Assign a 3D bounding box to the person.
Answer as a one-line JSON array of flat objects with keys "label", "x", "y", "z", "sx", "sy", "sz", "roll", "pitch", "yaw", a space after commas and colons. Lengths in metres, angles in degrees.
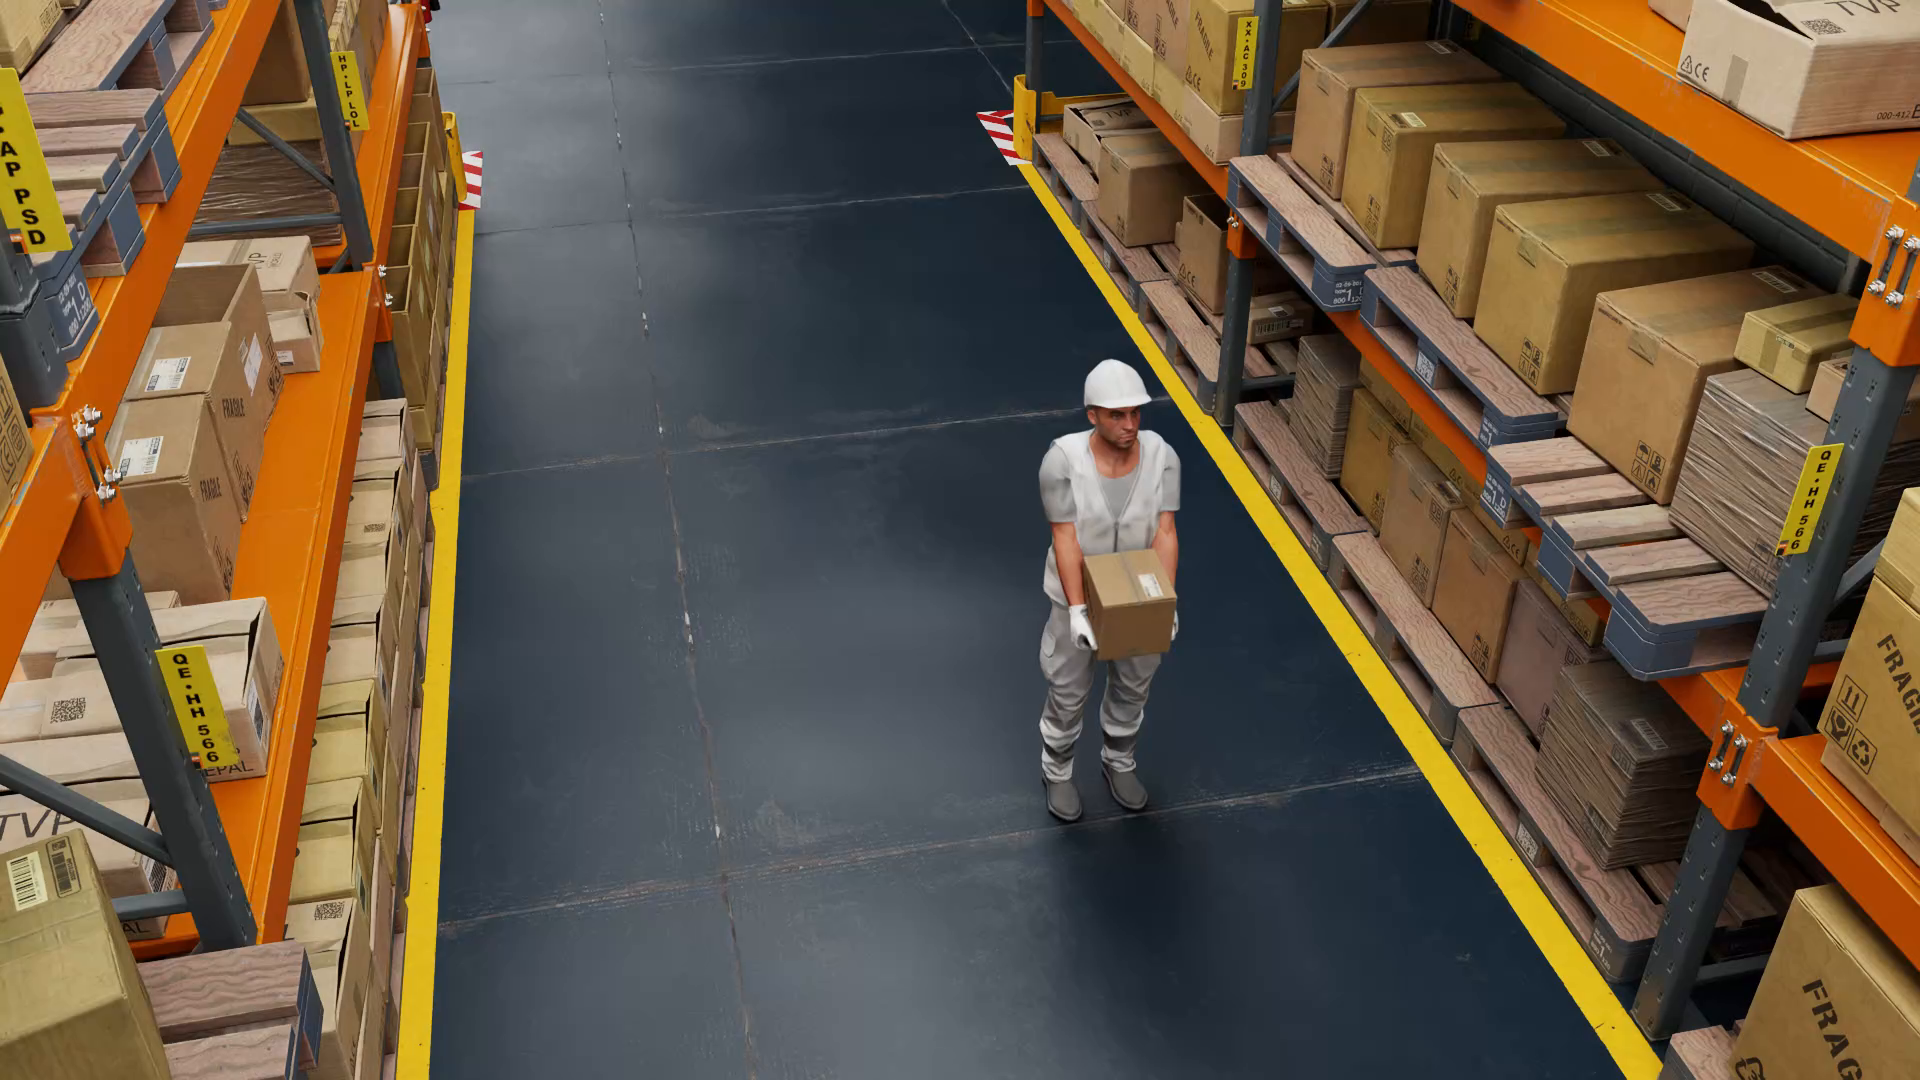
[{"label": "person", "x": 0.532, "y": 0.253, "z": 5.750, "sx": 0.494, "sy": 1.784, "sz": 0.566, "roll": -7, "pitch": 35, "yaw": -10}]
